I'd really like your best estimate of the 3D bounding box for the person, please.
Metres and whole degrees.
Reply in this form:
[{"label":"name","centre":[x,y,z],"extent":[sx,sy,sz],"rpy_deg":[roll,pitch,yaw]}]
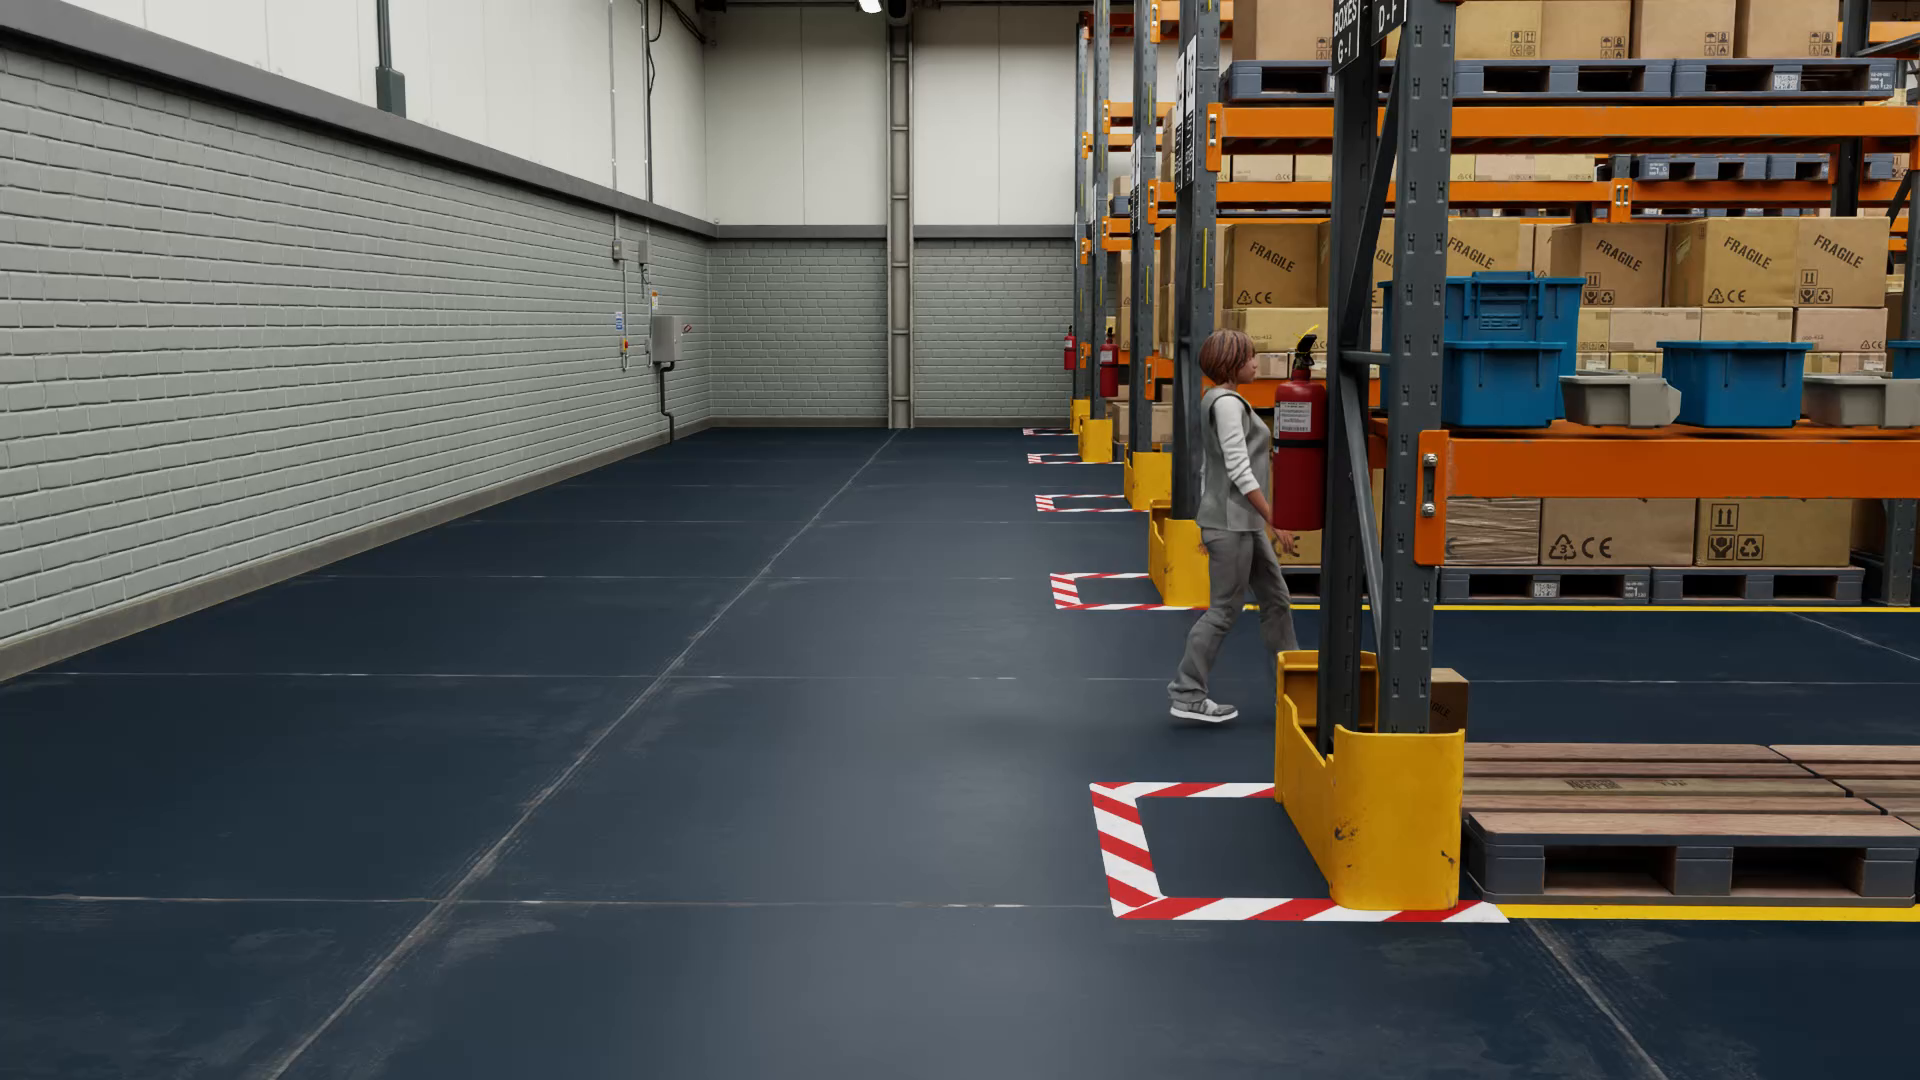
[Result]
[{"label":"person","centre":[1.209,-0.044,6.604],"extent":[0.751,1.576,0.468],"rpy_deg":[2,8,11]}]
